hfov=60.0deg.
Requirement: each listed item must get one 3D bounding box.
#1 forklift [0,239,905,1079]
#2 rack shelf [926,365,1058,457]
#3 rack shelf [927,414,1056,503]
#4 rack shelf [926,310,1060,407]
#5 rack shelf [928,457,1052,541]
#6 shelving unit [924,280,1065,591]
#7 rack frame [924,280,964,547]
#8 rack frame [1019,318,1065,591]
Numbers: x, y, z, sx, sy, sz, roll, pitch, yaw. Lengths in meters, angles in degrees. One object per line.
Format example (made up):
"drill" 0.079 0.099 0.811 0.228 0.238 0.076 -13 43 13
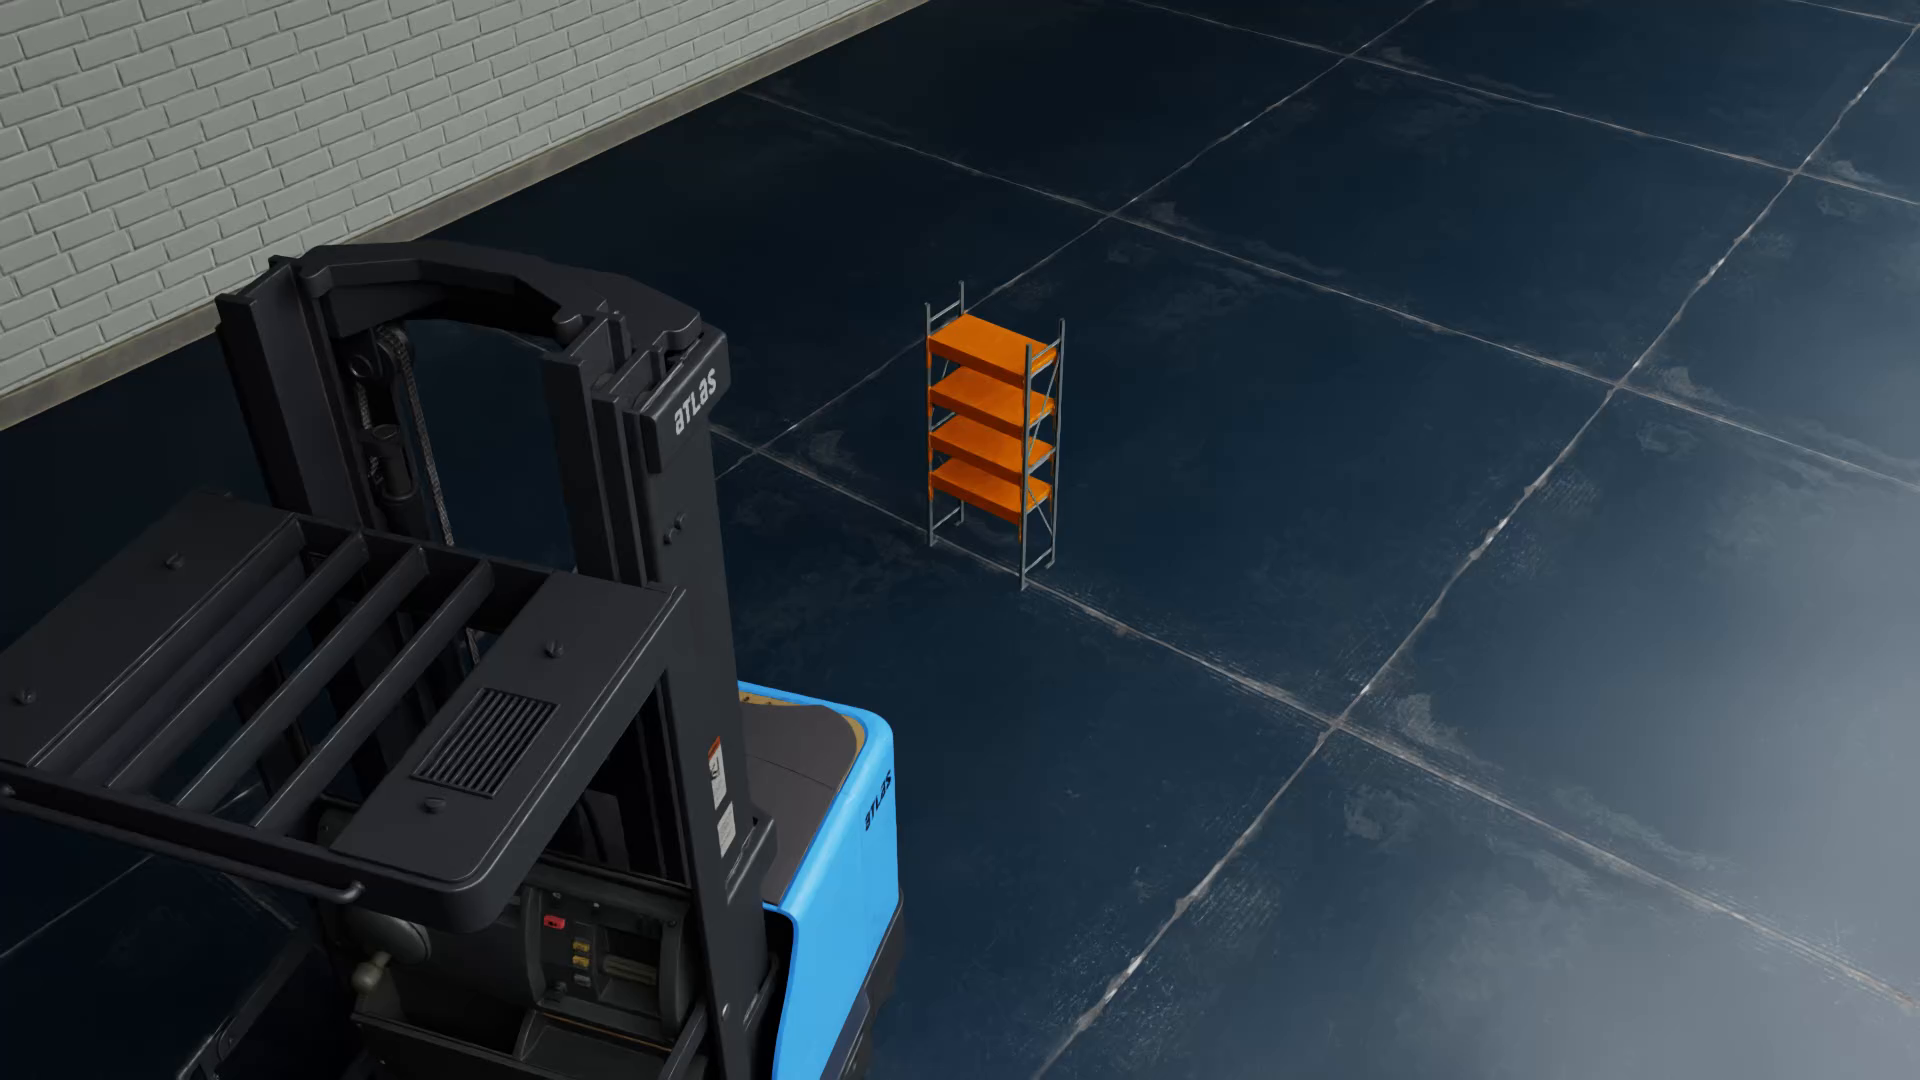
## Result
"forklift" -1.118 0.975 3.627 1.130 2.935 3.031 11 39 14
"rack shelf" 0.131 -0.534 6.705 0.480 0.148 0.258 25 45 29
"rack shelf" 0.131 -0.357 6.842 0.480 0.148 0.258 25 45 29
"rack shelf" 0.131 -0.720 6.559 0.480 0.148 0.258 25 45 29
"rack shelf" 0.131 -0.201 6.965 0.480 0.148 0.258 25 45 29
"shelving unit" 0.131 -0.410 6.801 0.503 1.200 0.258 25 45 29
"rack frame" -0.062 -0.502 6.918 0.015 1.200 0.240 25 45 29
"rack frame" 0.325 -0.319 6.684 0.015 1.200 0.240 25 45 29
